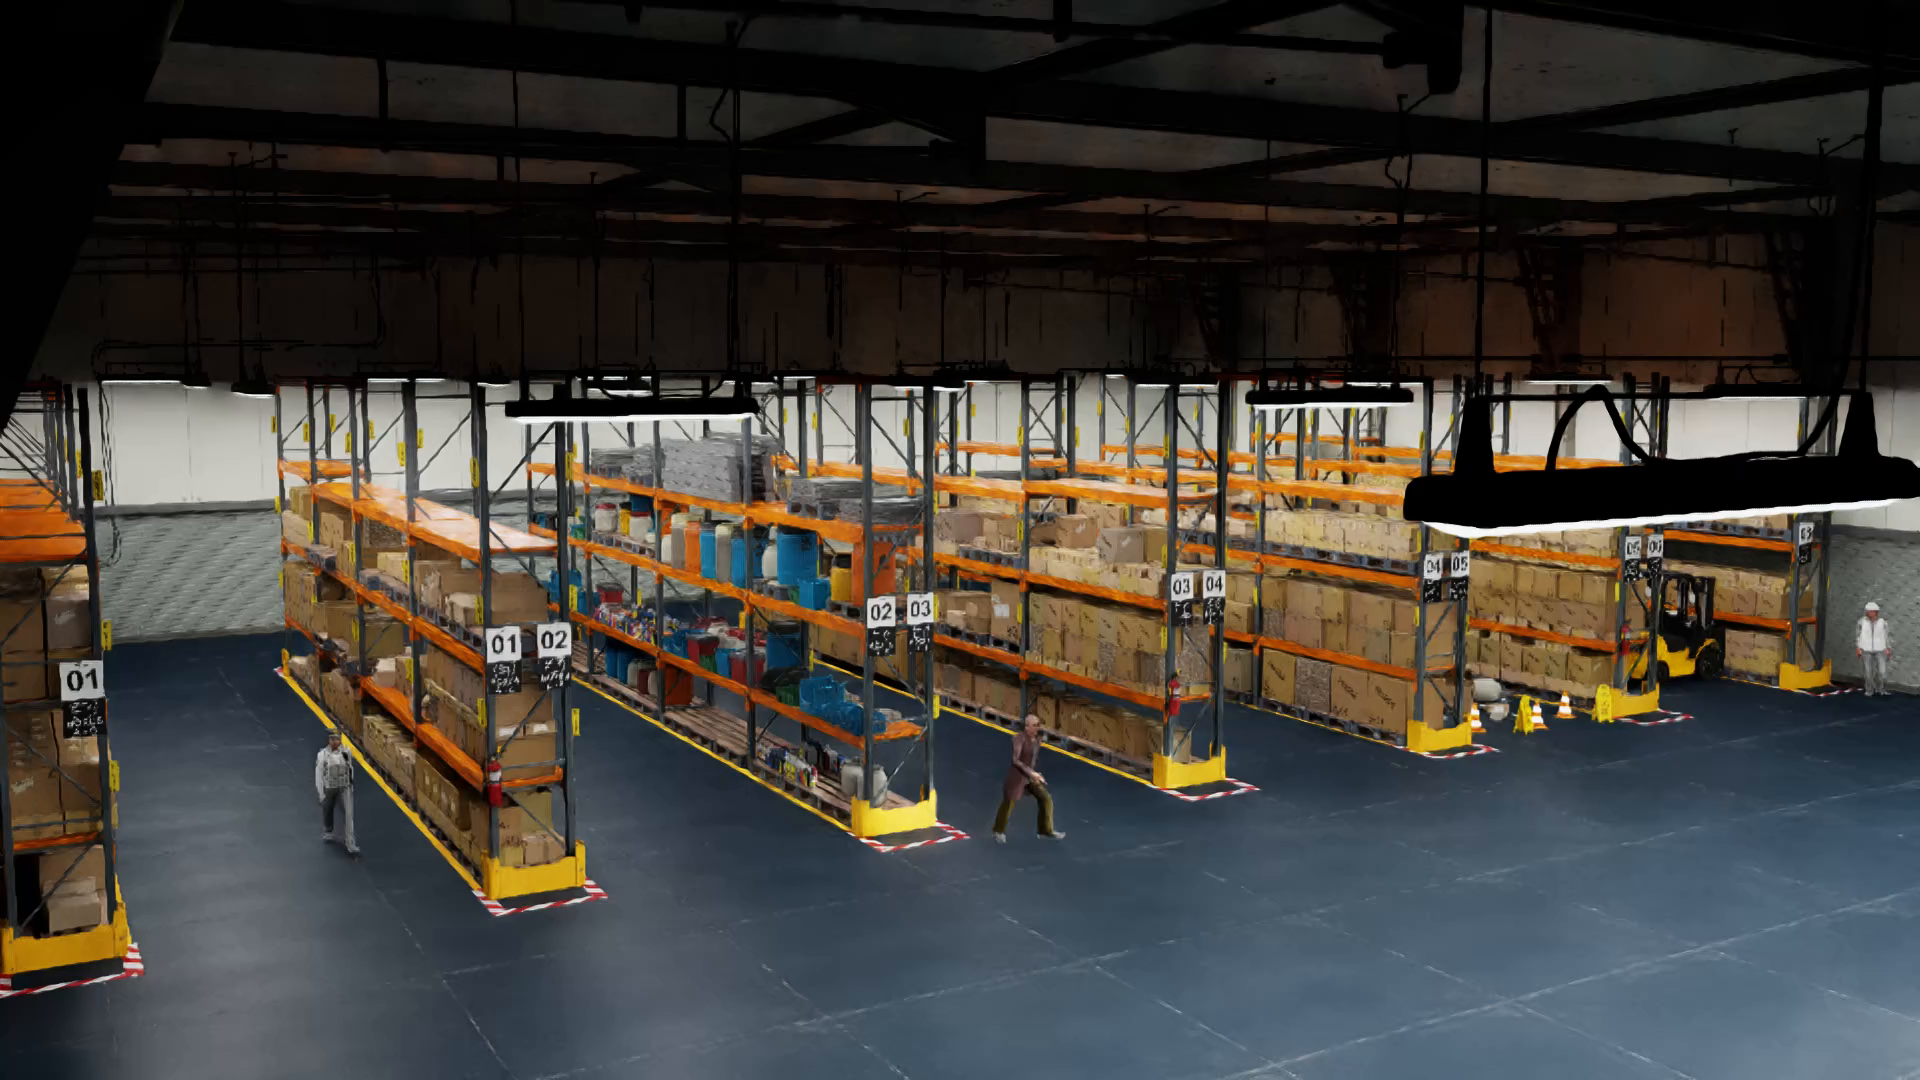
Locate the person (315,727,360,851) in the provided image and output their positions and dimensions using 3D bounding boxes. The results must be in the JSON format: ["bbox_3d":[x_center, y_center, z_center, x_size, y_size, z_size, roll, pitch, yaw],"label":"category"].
[{"bbox_3d":[-8.063,3.181,21.448,0.479,1.585,1.086,-3,7,-28],"label":"person"}]

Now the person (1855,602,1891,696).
[{"bbox_3d":[17.121,2.037,31.145,0.643,1.767,0.399,3,7,28],"label":"person"}]

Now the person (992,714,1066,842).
[{"bbox_3d":[0.837,3.096,21.723,0.868,1.719,0.735,6,8,42],"label":"person"}]

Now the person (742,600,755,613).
[{"bbox_3d":[-5.292,1.057,40.927,0.560,1.588,0.411,4,7,33],"label":"person"}]
